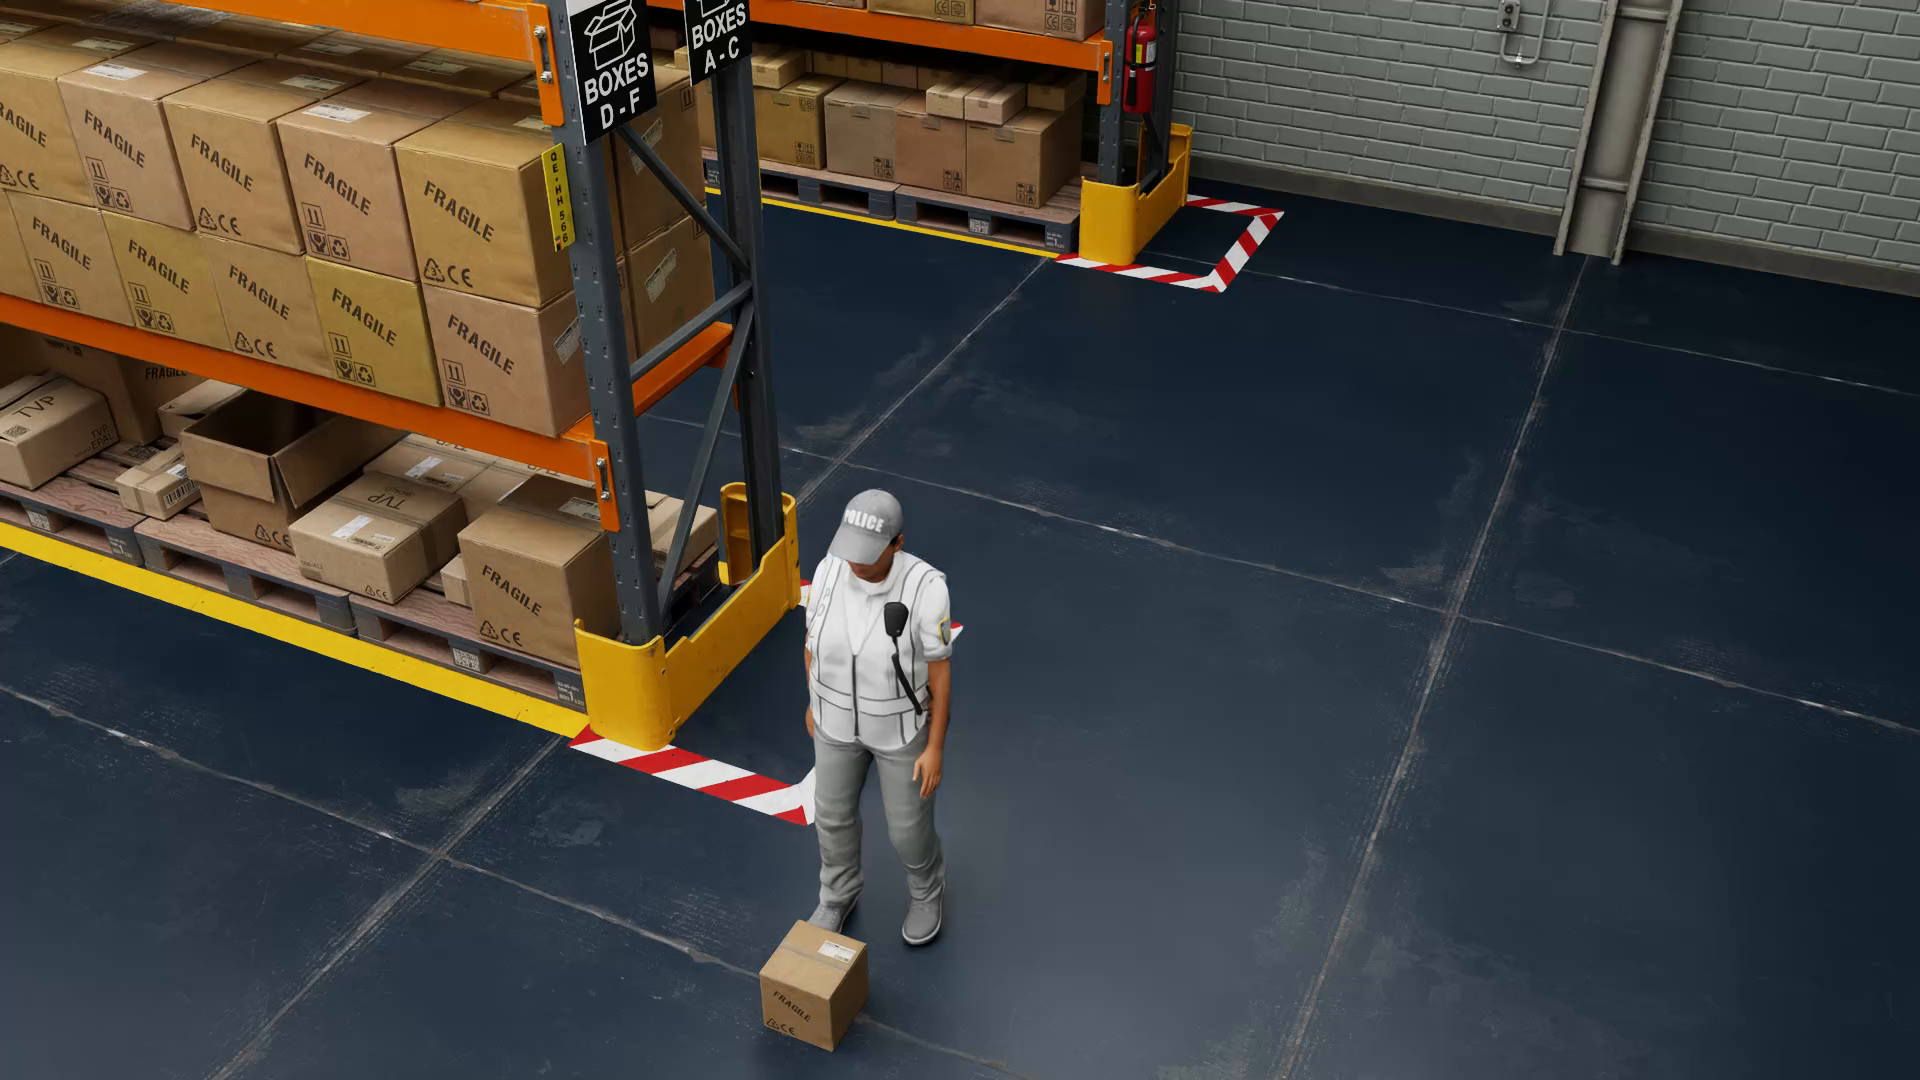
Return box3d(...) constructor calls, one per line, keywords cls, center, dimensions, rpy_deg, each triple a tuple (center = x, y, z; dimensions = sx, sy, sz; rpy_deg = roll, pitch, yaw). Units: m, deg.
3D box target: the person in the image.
box3d(cls="person", center=(-0.277, 0.600, 5.224), dimensions=(0.519, 1.676, 0.470), rpy_deg=(11, 35, 16))
